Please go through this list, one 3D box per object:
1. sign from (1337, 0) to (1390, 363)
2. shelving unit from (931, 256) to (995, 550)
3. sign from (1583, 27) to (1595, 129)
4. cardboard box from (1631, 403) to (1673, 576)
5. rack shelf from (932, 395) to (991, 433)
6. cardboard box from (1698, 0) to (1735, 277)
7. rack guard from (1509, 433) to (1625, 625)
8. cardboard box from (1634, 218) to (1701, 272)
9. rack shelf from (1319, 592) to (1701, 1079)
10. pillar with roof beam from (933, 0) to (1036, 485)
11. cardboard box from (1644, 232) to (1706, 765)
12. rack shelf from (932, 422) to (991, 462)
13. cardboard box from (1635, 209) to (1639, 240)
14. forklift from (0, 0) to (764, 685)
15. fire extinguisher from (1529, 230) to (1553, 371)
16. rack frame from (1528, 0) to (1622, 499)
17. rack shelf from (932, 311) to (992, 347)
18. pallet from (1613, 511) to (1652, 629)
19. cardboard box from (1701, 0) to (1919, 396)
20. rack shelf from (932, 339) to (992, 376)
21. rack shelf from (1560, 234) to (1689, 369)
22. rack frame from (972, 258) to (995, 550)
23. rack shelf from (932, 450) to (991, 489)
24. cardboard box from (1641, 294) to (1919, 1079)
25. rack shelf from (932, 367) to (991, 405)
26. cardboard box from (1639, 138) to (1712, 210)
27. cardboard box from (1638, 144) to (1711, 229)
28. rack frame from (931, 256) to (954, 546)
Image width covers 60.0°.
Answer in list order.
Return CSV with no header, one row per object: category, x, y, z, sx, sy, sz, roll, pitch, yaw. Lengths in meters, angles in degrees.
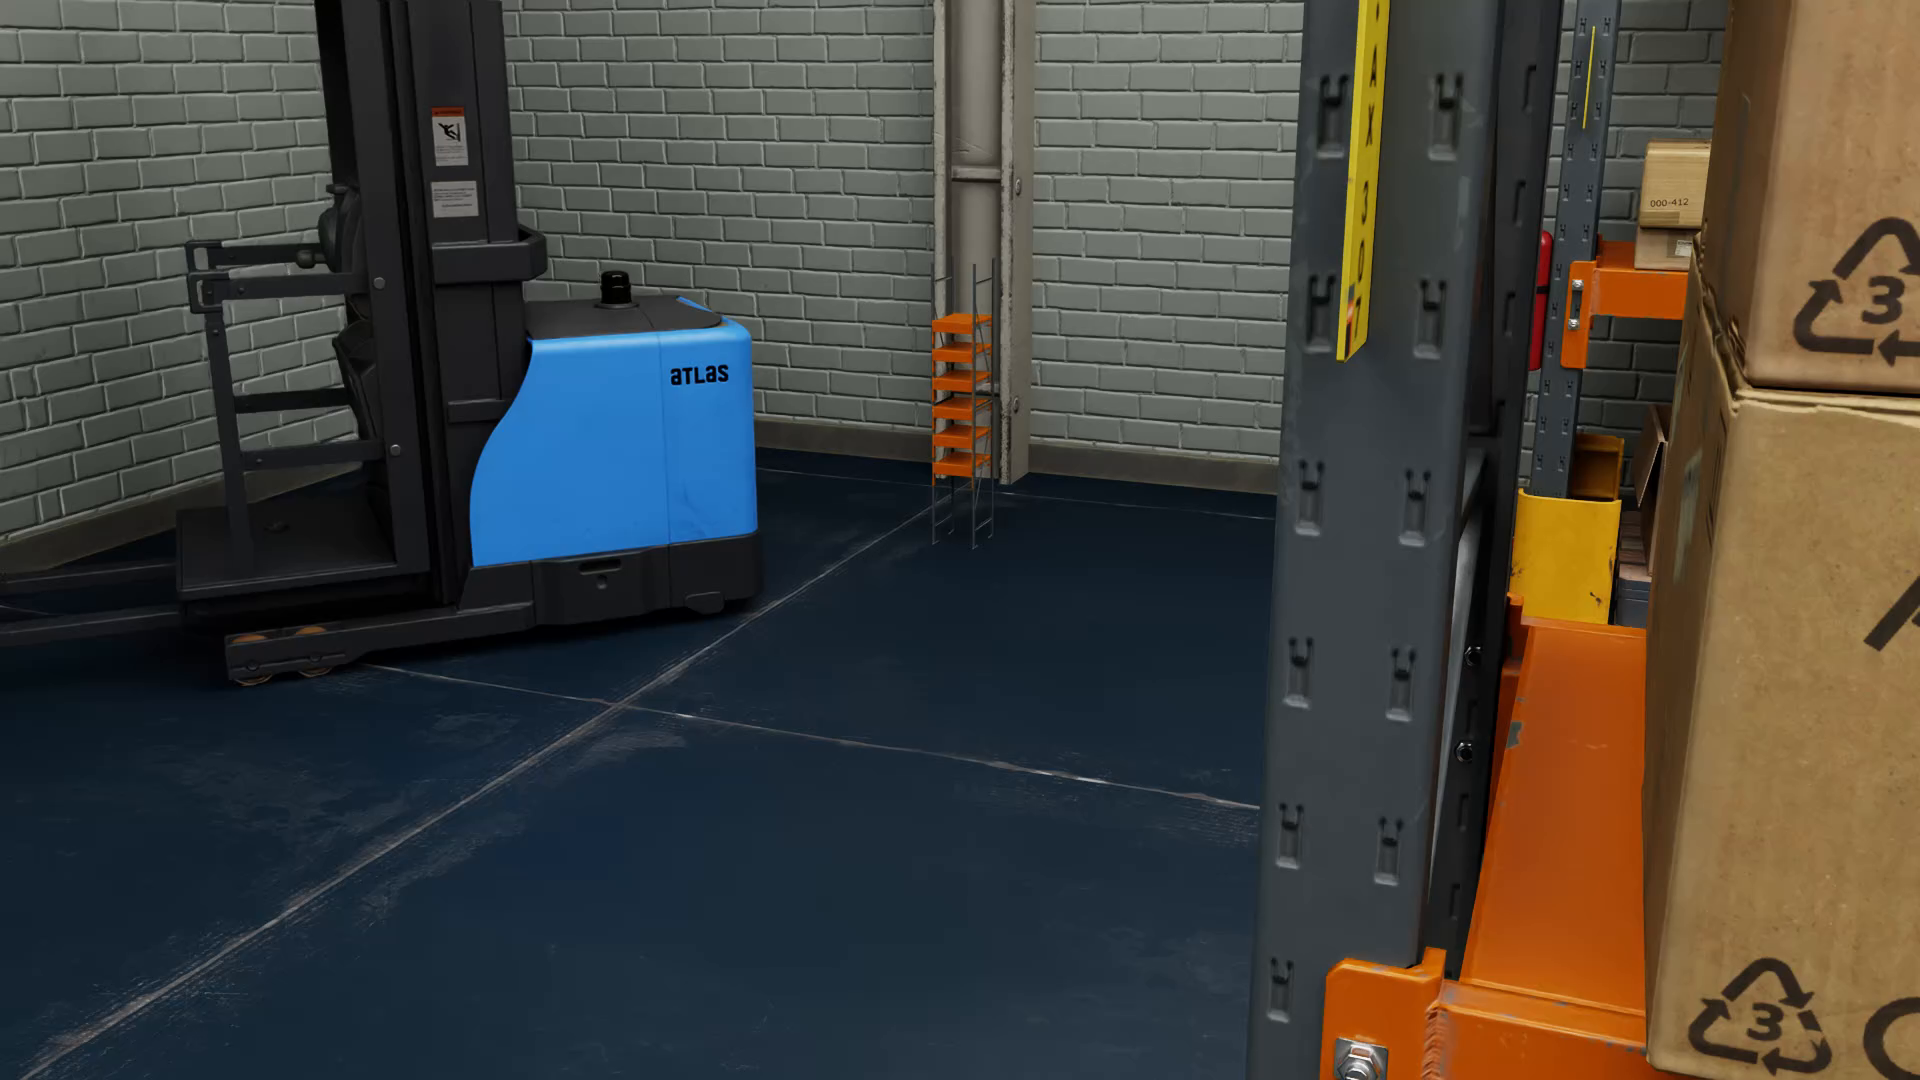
sign,0.264,-0.283,1.074,0.005,0.325,0.100,6,17,21
shelving unit,0.013,-0.575,7.001,0.189,1.200,0.258,6,17,21
sign,2.092,-1.536,5.530,0.005,0.325,0.100,6,17,21
cardboard box,2.825,-0.176,6.125,0.637,0.503,0.797,6,17,18
rack shelf,0.013,-0.532,7.014,0.180,0.103,0.258,6,17,21
cardboard box,1.009,-0.513,1.589,0.500,0.500,0.500,7,18,22
rack guard,2.362,-0.052,6.457,0.348,0.500,1.175,6,17,21
cardboard box,2.496,-1.035,5.810,0.250,0.149,0.380,6,17,20
rack shelf,2.334,0.577,1.095,4.000,0.370,1.077,6,17,21
pillar with roof beam,-1.466,-3.535,3.208,0.400,9.000,9.100,6,17,21
cardboard box,1.019,-0.040,1.752,0.500,0.500,0.500,6,17,21
rack shelf,0.013,-0.417,7.047,0.180,0.103,0.258,6,17,21
cardboard box,2.698,-1.176,6.293,0.250,0.149,0.380,6,17,20
forklift,-2.302,-1.093,5.681,3.031,2.935,1.130,-7,18,-23
fire extinguisher,1.985,-0.939,5.837,0.183,0.674,0.296,6,17,21
rack frame,2.291,-1.261,6.135,0.127,3.000,1.000,6,17,21
rack shelf,0.013,-0.878,6.913,0.180,0.103,0.258,6,17,21
pallet,3.104,0.168,6.217,1.213,0.211,1.003,6,17,21
cardboard box,0.815,-0.378,1.123,0.500,0.500,0.500,6,17,19
rack shelf,0.013,-0.763,6.947,0.180,0.103,0.258,6,17,21
rack shelf,4.152,-0.710,5.531,4.000,0.370,1.077,6,17,21
rack frame,0.099,-0.565,6.969,0.006,1.200,0.240,6,17,21
rack shelf,0.013,-0.302,7.081,0.180,0.103,0.258,6,17,21
cardboard box,0.814,0.103,1.260,0.500,0.500,0.500,6,17,20
rack shelf,0.013,-0.647,6.980,0.180,0.103,0.258,6,17,21
cardboard box,2.816,-1.353,6.190,0.500,0.250,0.500,7,18,22
cardboard box,2.614,-1.215,5.714,0.500,0.250,0.500,6,17,21
rack frame,-0.072,-0.584,7.034,0.006,1.200,0.240,6,17,21
